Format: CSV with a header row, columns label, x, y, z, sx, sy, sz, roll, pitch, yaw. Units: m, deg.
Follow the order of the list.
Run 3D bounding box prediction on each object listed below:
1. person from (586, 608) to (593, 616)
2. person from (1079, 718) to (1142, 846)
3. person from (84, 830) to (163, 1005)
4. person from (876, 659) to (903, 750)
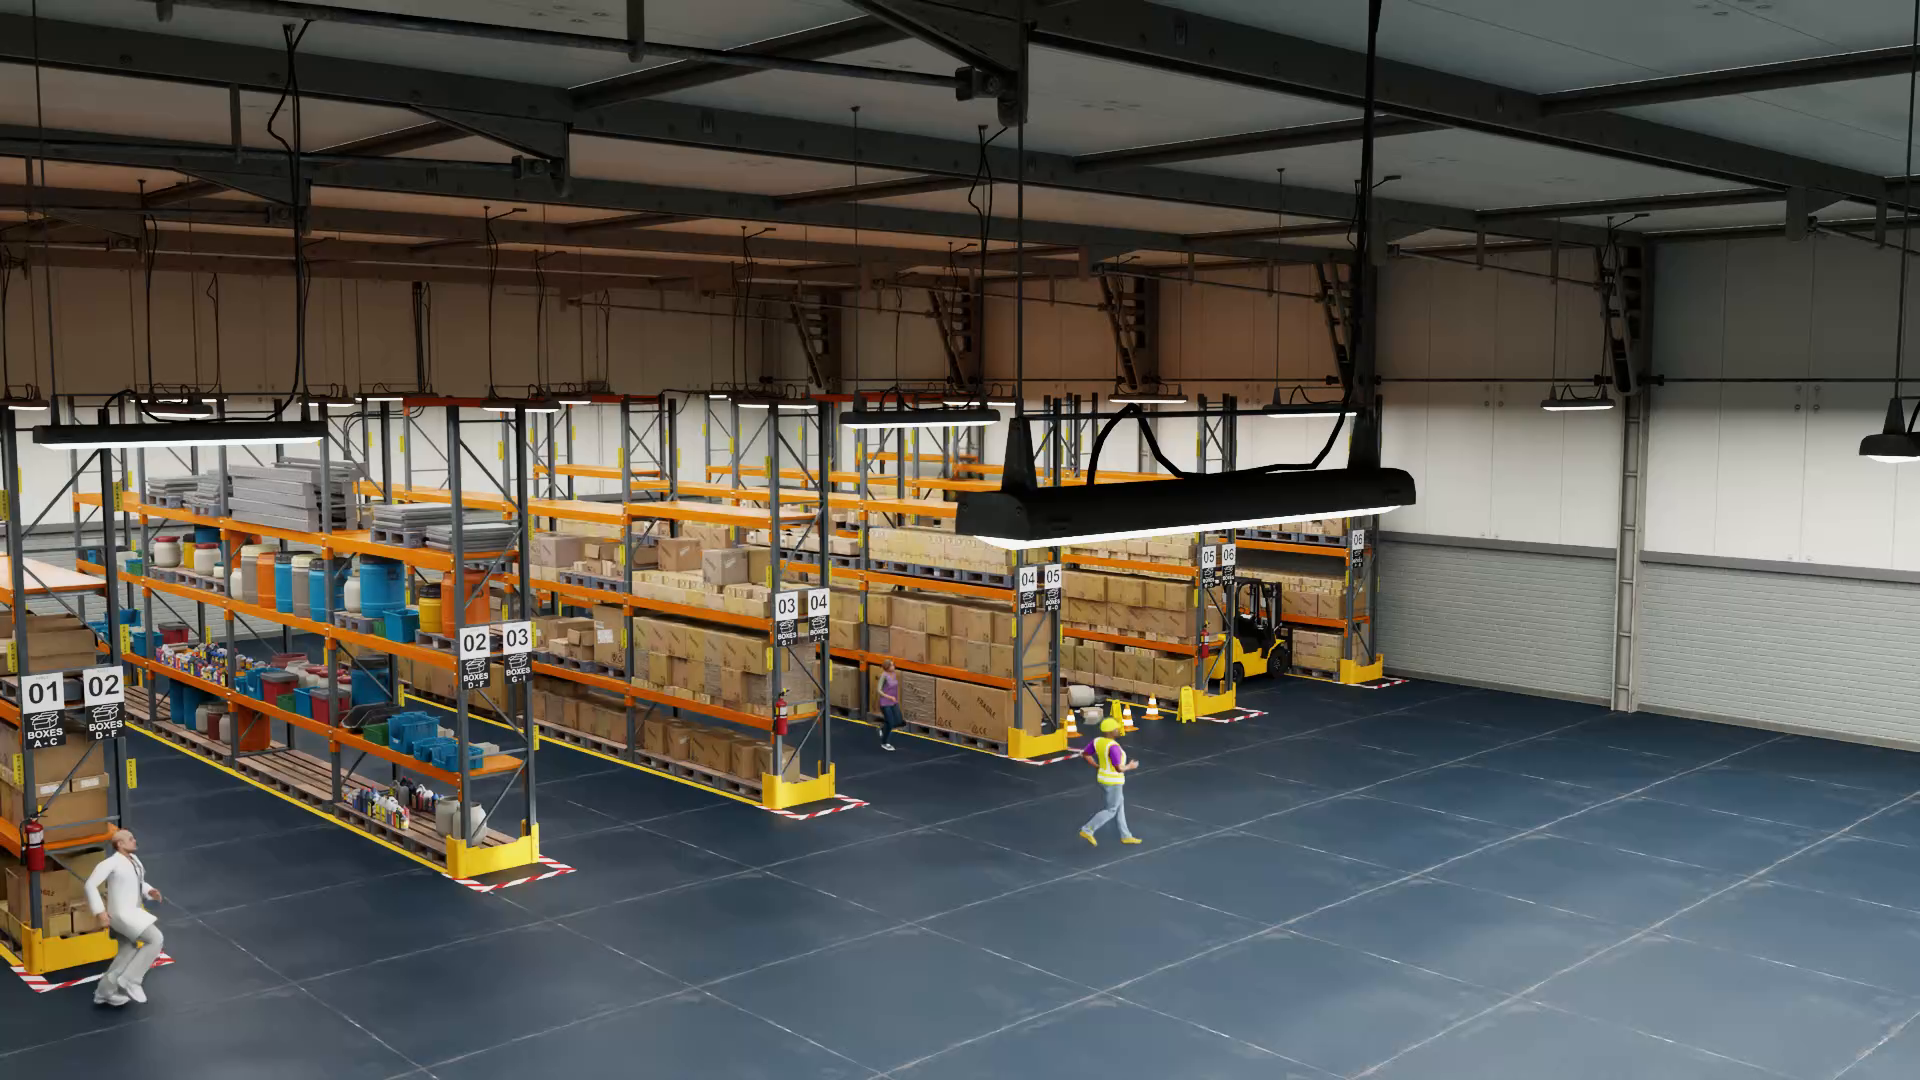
label,x,y,z,sx,sy,sz,roll,pitch,yaw
person,-9.213,1.457,41.966,0.569,1.669,0.605,-5,7,-40
person,2.031,3.266,22.350,0.970,1.760,0.698,-2,6,-19
person,-8.461,3.819,16.955,0.676,1.712,0.685,-1,6,-10
person,-1.217,2.812,28.399,0.530,1.567,0.543,4,7,35
